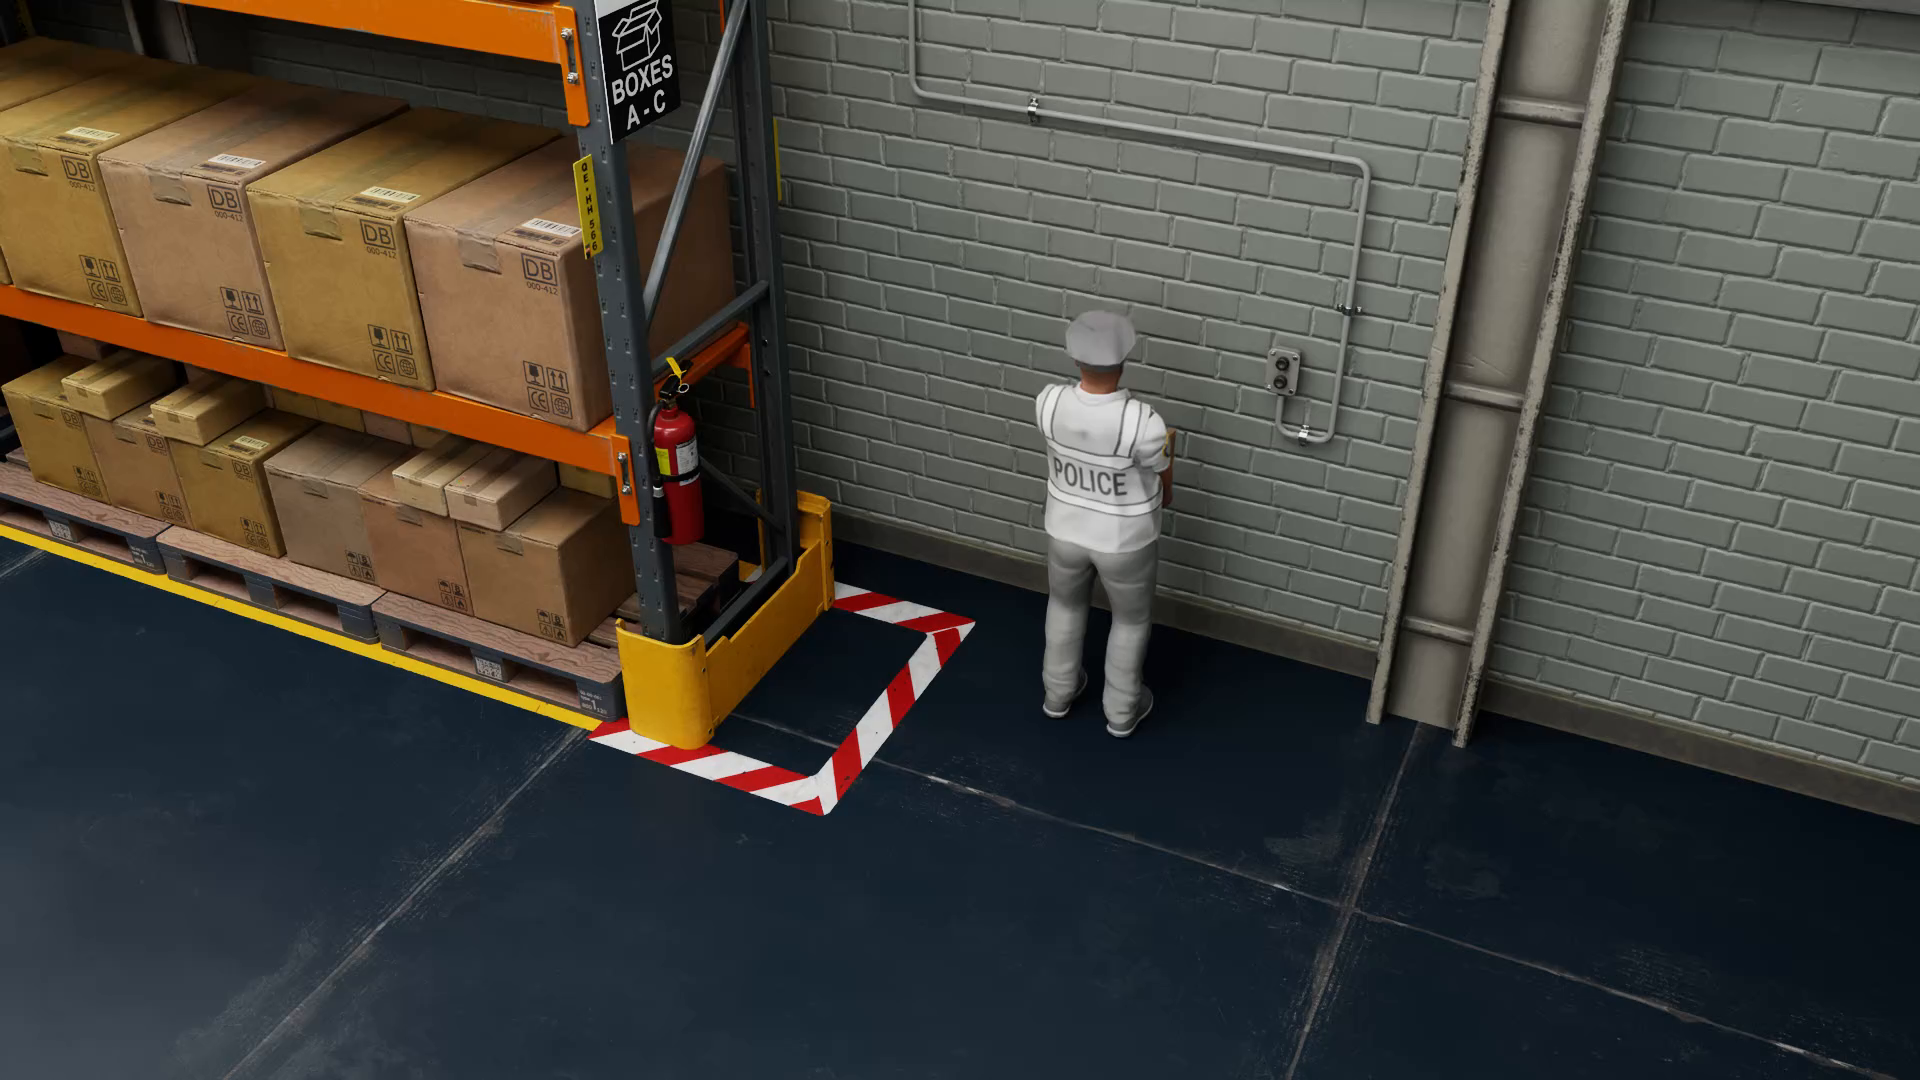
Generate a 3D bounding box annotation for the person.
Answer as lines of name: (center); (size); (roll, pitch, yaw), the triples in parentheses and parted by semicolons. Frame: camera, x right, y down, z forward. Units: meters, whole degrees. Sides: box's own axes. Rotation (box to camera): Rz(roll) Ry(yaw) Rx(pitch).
person: (0.557, -0.091, 6.259); (0.494, 1.767, 0.555); (15, 36, 21)
